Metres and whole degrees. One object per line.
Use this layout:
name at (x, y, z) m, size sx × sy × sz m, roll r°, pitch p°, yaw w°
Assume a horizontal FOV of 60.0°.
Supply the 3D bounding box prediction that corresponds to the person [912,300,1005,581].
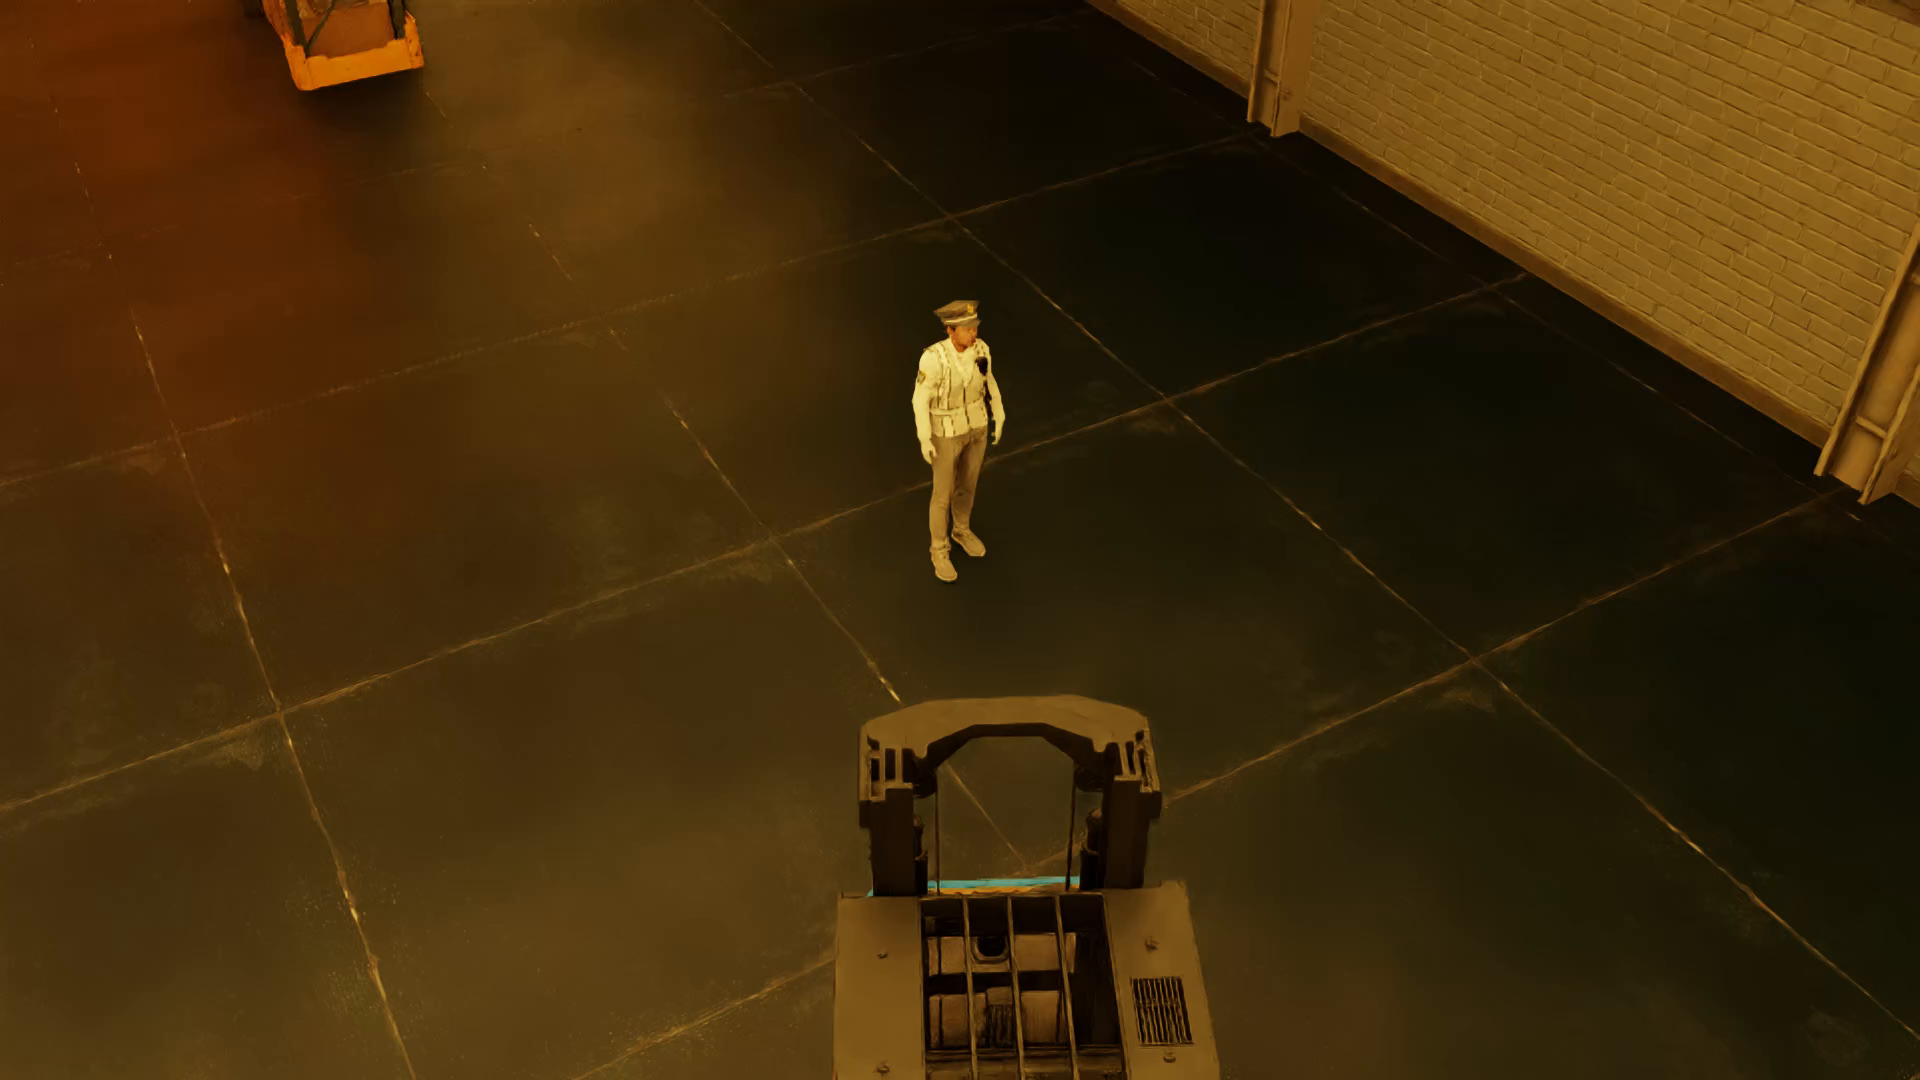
person at (0.028, -0.618, 9.739) m, size 0.586 × 1.695 × 0.532 m, roll -20°, pitch 44°, yaw -23°

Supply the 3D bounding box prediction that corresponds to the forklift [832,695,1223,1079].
forklift at (0.172, 2.056, 5.558) m, size 1.130 × 2.935 × 3.031 m, roll -2°, pitch 40°, yaw -2°
